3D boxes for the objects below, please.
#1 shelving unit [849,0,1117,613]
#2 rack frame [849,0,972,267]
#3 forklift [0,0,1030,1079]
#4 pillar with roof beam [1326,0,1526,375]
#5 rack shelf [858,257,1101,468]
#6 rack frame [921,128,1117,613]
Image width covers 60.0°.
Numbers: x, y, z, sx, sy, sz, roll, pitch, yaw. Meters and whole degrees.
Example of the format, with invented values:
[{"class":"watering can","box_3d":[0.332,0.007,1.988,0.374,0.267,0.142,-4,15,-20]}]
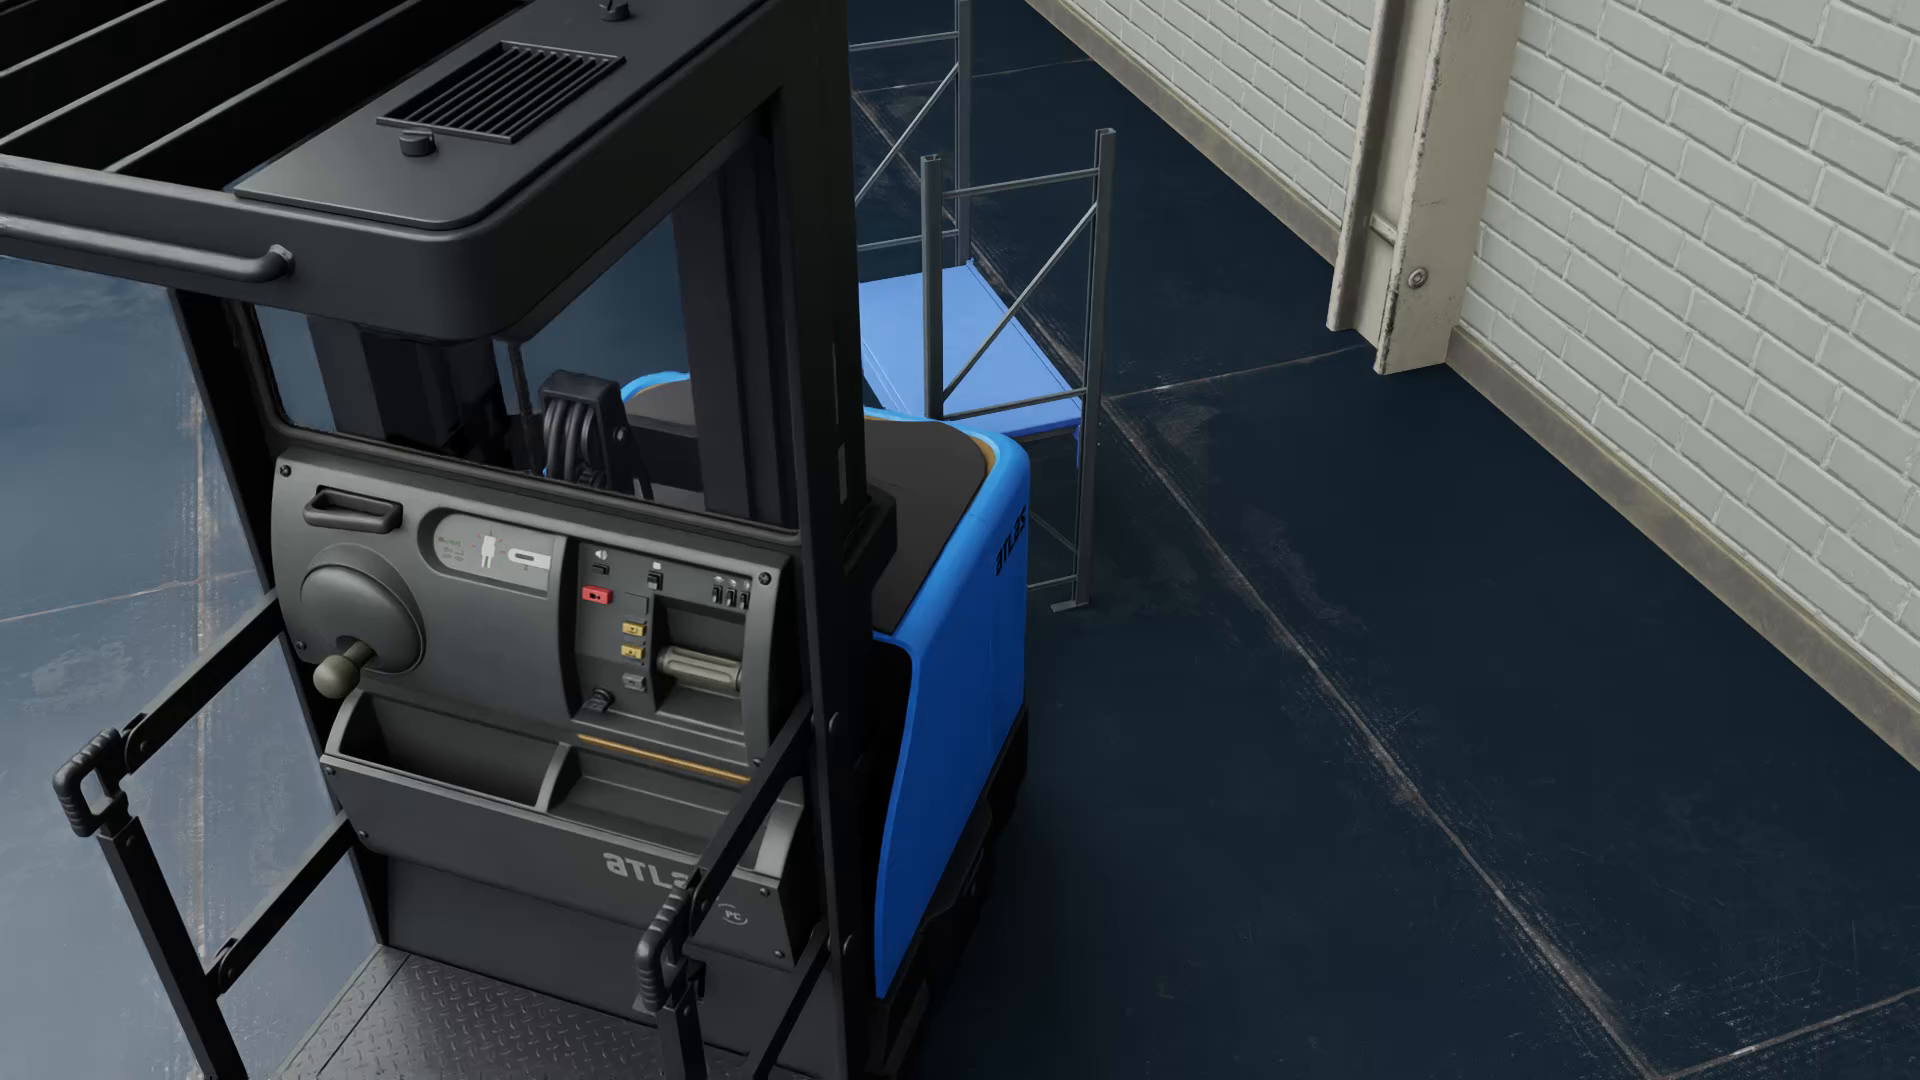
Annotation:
[{"class":"shelving unit","box_3d":[-0.029,-0.647,4.863,0.538,1.500,1.048,-12,39,-16]},{"class":"rack frame","box_3d":[-0.204,-0.934,5.244,0.500,1.500,0.032,-12,39,-16]},{"class":"forklift","box_3d":[-0.792,0.191,2.561,1.130,2.935,3.031,12,39,15]},{"class":"pillar with roof beam","box_3d":[-2.437,-3.445,2.344,9.100,9.000,0.400,-12,39,-16]},{"class":"rack shelf","box_3d":[-0.029,-0.504,4.971,0.538,0.185,1.000,-12,39,-16]},{"class":"rack frame","box_3d":[0.146,-0.360,4.481,0.500,1.500,0.032,-12,39,-16]}]
